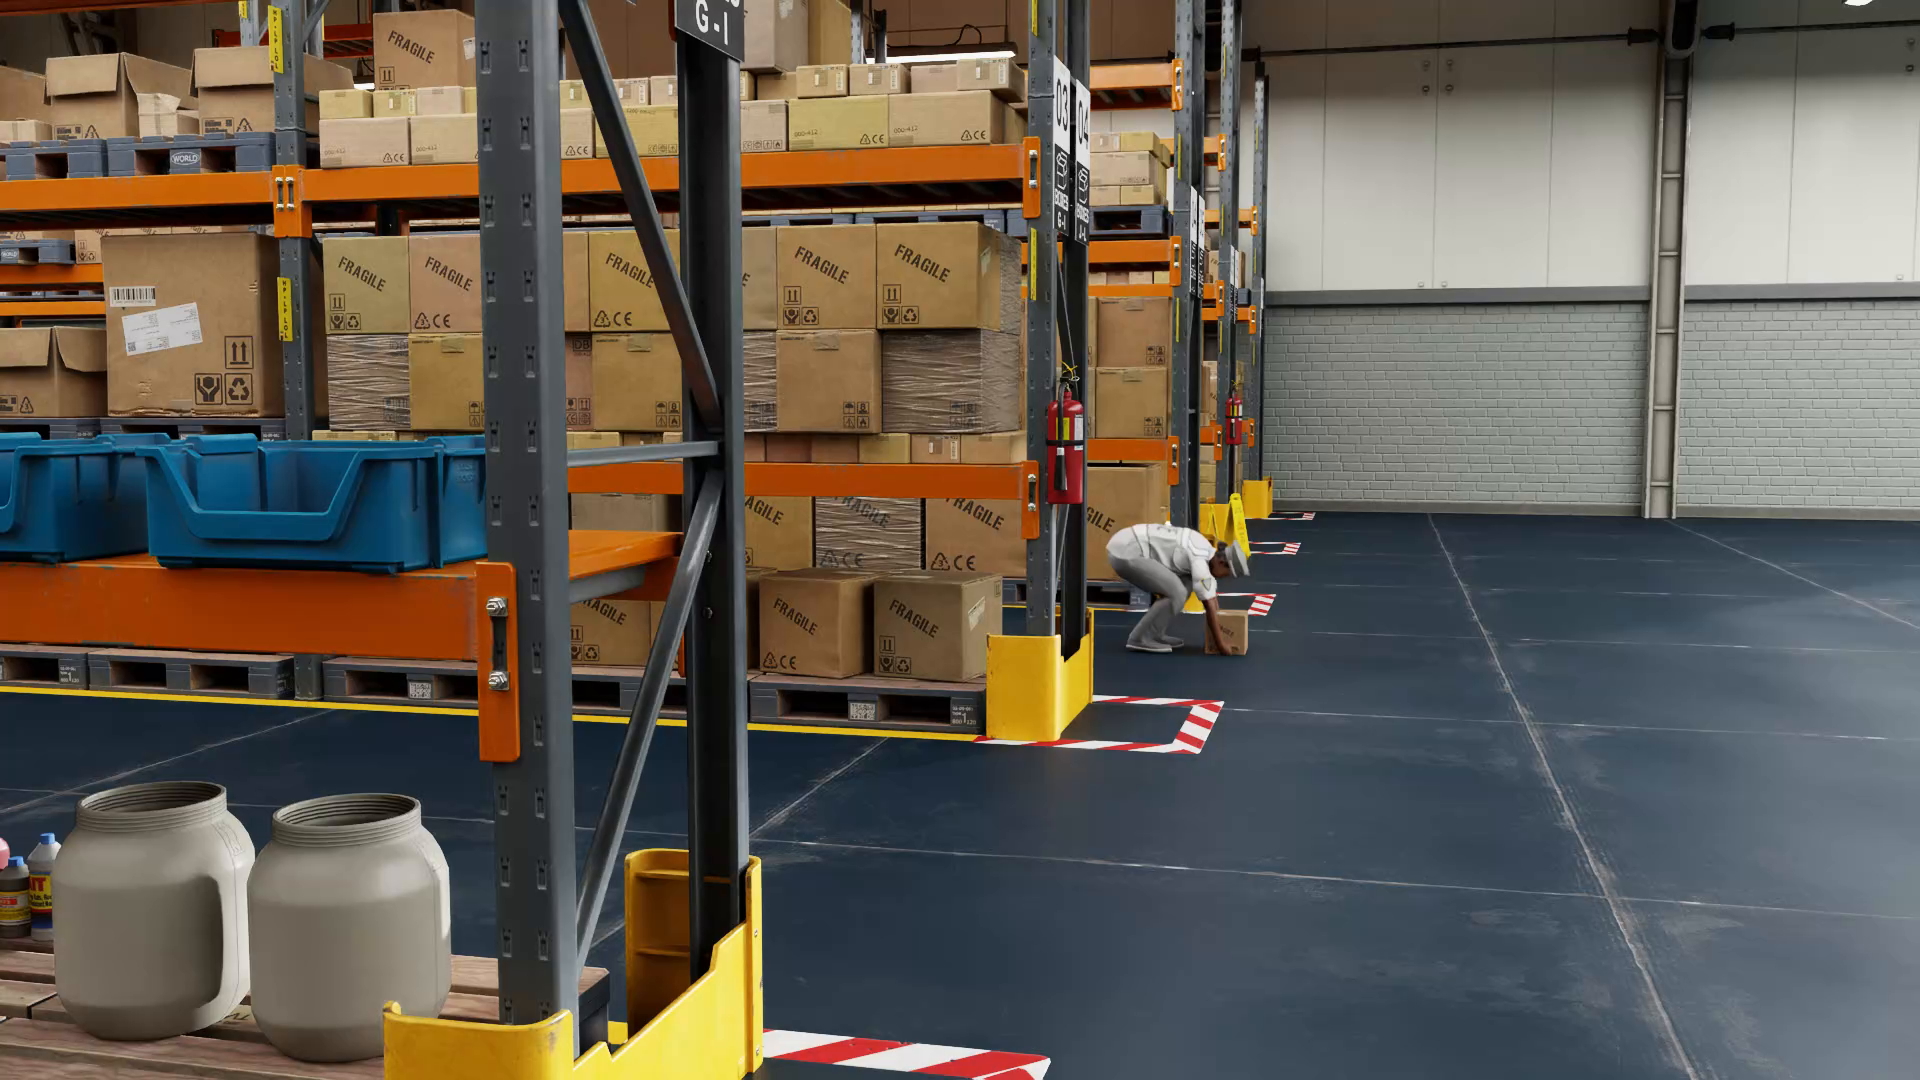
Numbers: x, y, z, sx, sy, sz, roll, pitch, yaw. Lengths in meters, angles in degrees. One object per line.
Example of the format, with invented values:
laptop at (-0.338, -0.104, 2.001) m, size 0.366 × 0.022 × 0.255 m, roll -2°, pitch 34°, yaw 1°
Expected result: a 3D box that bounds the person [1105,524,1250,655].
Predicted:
person at (1.395, 0.314, 10.679) m, size 0.916 × 0.833 × 0.458 m, roll 1°, pitch 5°, yaw 11°
